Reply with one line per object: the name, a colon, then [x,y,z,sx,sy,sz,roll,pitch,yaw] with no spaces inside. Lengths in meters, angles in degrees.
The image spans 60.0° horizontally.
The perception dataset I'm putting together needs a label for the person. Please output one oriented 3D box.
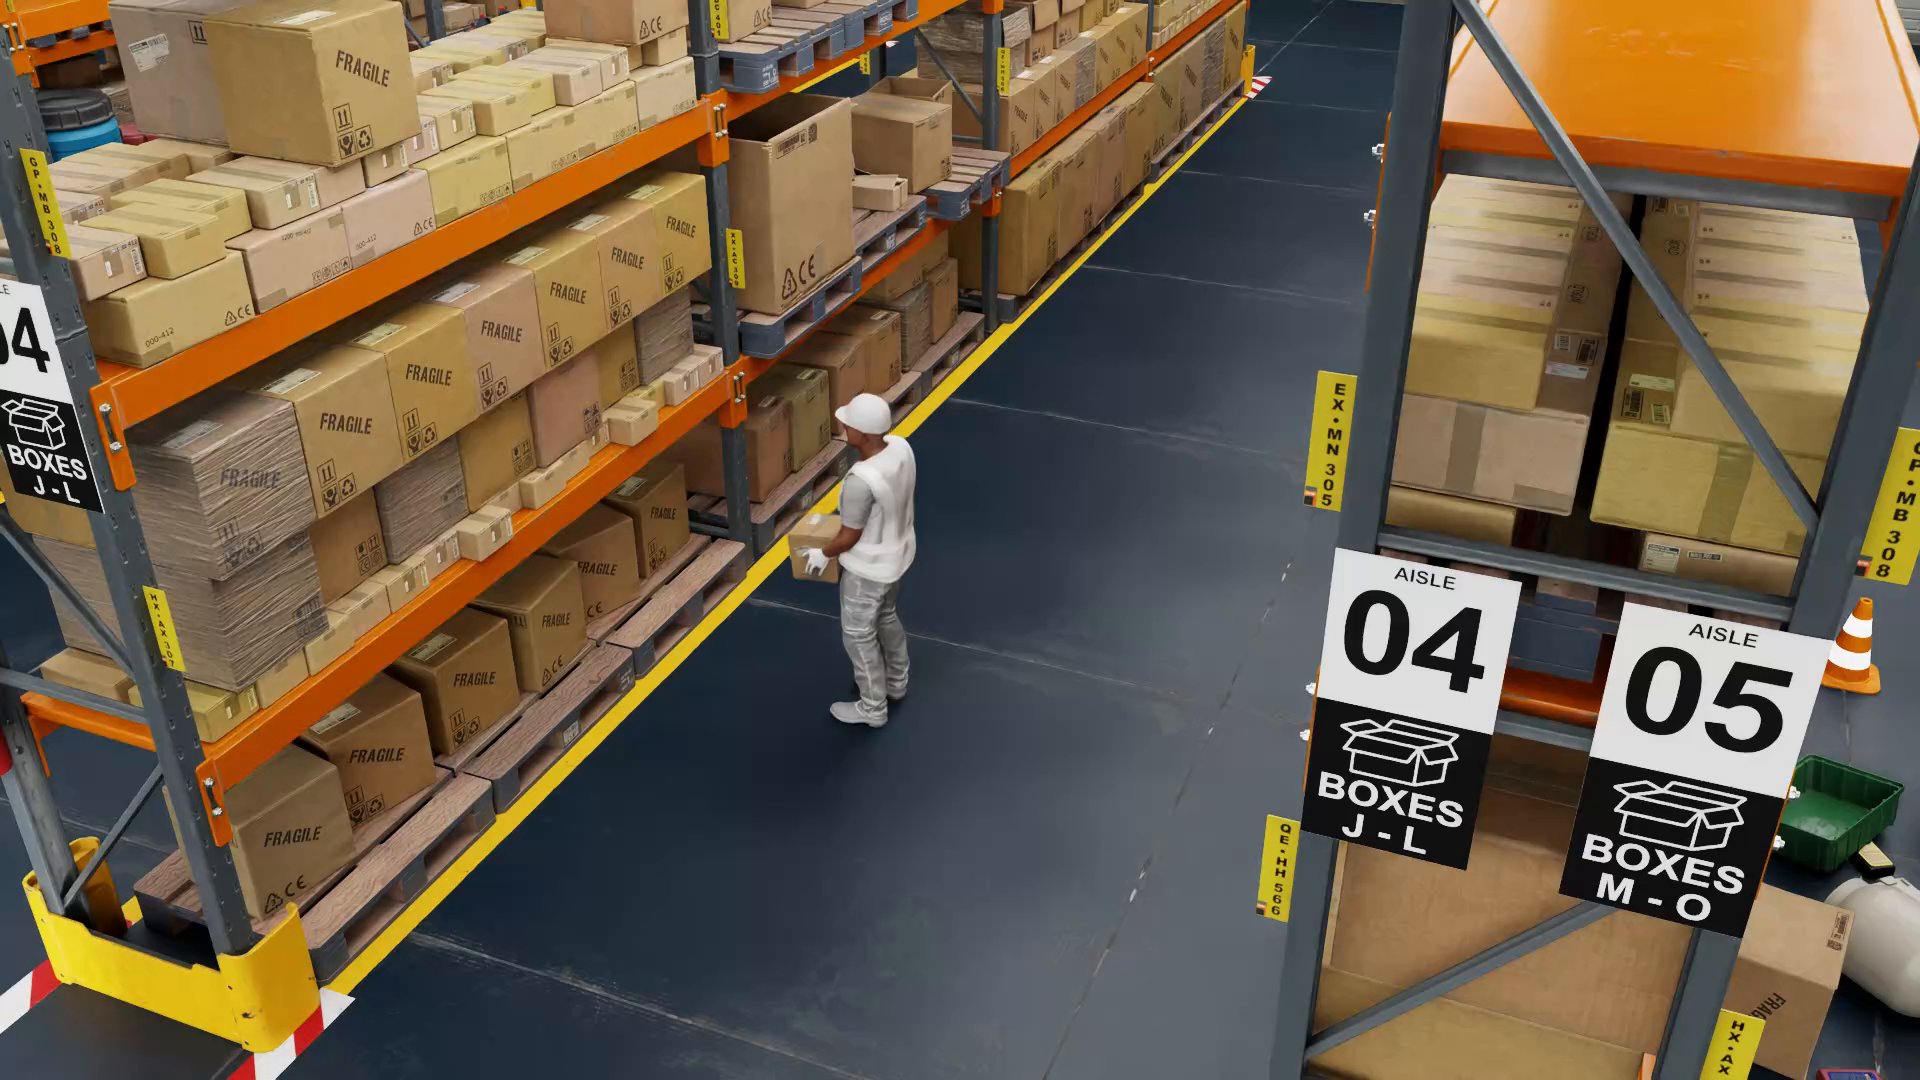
person: [-0.486,0.086,8.223,0.508,1.788,0.546,11,31,19]
